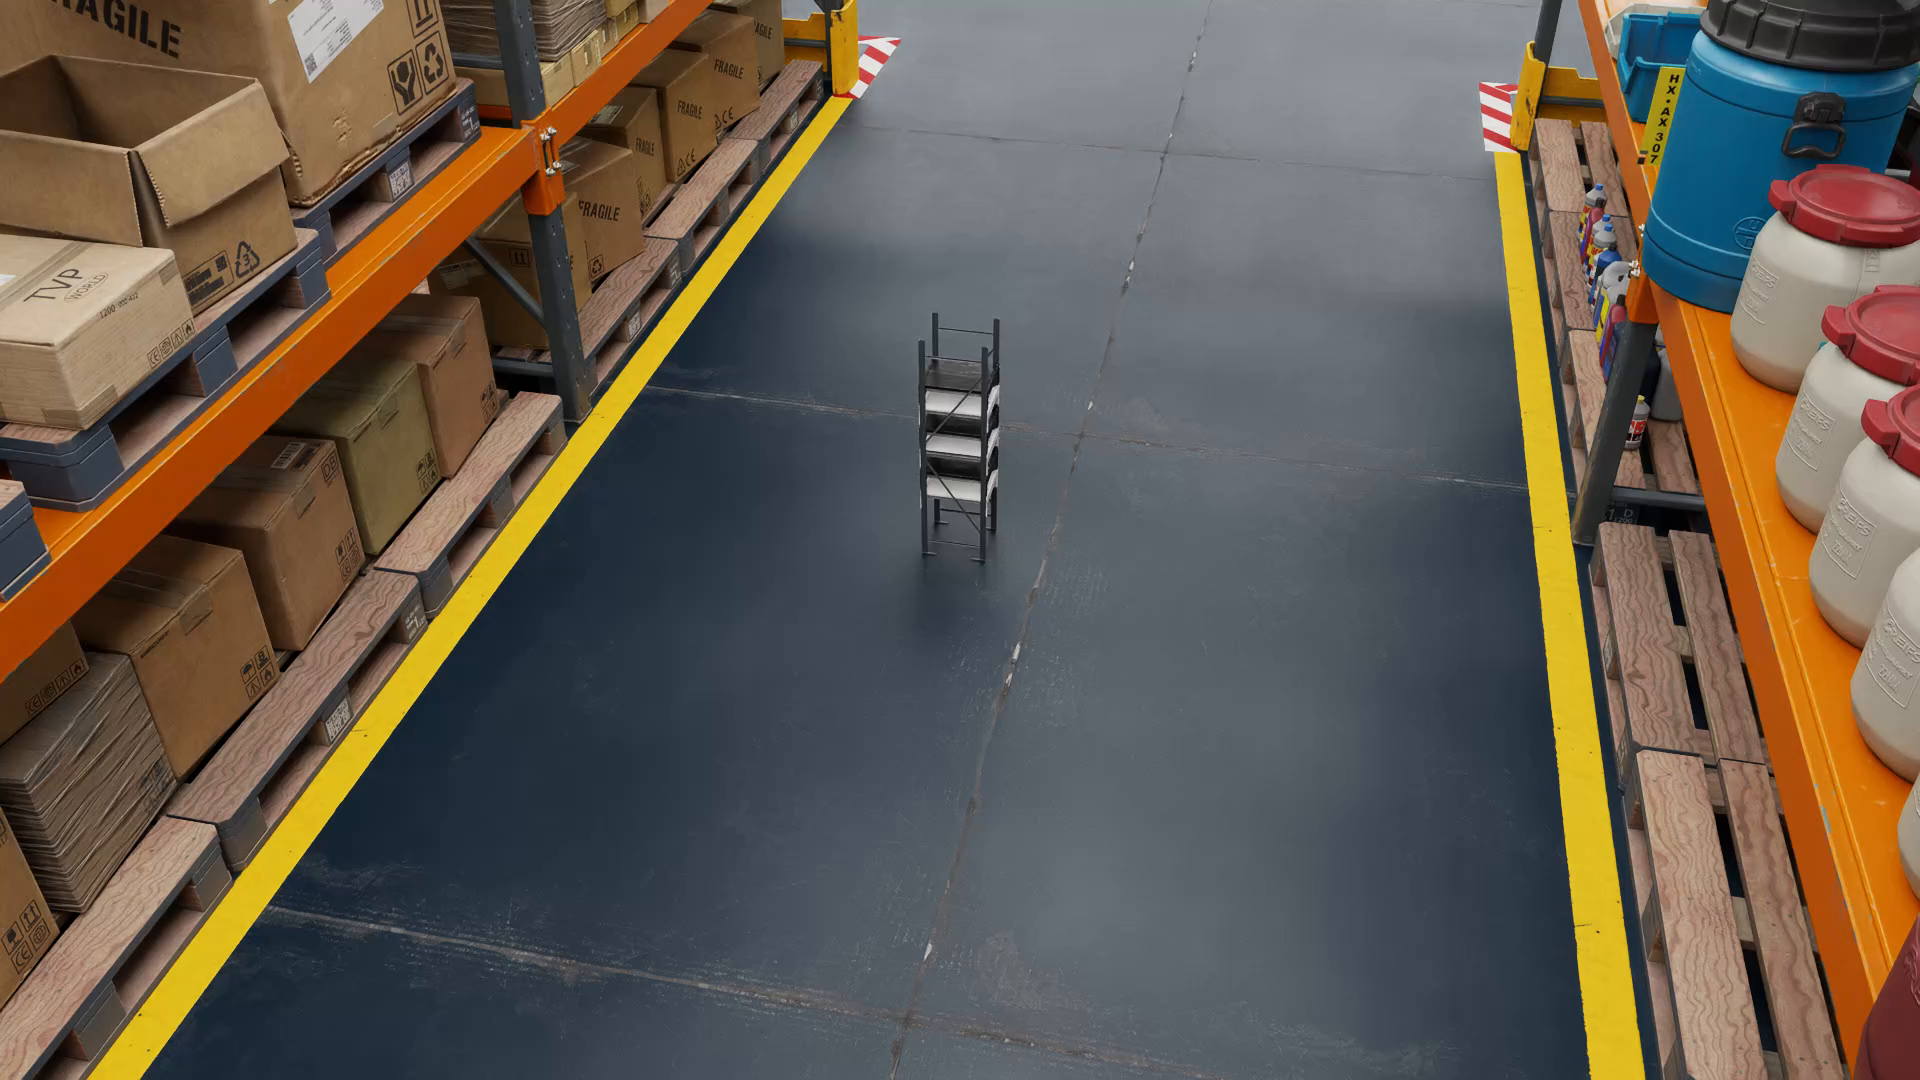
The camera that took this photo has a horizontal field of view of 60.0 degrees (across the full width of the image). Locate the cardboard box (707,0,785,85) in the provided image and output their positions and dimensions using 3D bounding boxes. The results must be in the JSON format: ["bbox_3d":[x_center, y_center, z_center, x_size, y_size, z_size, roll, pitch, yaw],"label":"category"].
[{"bbox_3d":[-1.342,-2.881,9.441,0.500,0.500,0.500,14,38,19],"label":"cardboard box"}]

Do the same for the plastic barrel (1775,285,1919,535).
[{"bbox_3d":[2.216,-0.278,3.962,0.433,0.535,0.433,0,36,0],"label":"plastic barrel"}]

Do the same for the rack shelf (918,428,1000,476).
[{"bbox_3d":[-0.002,-0.333,5.999,0.258,0.077,0.200,7,37,10],"label":"rack shelf"}]

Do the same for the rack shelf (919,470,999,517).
[{"bbox_3d":[-0.002,-0.187,6.105,0.258,0.077,0.200,7,37,10],"label":"rack shelf"}]

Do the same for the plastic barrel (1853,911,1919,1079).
[{"bbox_3d":[1.740,0.769,2.516,0.600,0.536,0.708,7,37,10],"label":"plastic barrel"}]

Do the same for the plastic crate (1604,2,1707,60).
[{"bbox_3d":[2.891,-2.021,6.706,0.530,0.136,0.437,7,37,10],"label":"plastic crate"}]

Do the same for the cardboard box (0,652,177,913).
[{"bbox_3d":[-2.672,0.635,4.572,0.700,0.500,0.500,4,36,6],"label":"cardboard box"}]

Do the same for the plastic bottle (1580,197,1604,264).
[{"bbox_3d":[2.888,-1.408,7.577,0.061,0.283,0.133,8,37,11],"label":"plastic bottle"}]

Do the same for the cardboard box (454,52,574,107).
[{"bbox_3d":[-1.707,-1.769,6.349,0.380,0.149,0.250,7,37,10],"label":"cardboard box"}]

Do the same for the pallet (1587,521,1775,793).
[{"bbox_3d":[2.662,0.420,5.491,1.003,0.211,1.213,7,37,10],"label":"pallet"}]

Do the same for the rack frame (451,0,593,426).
[{"bbox_3d":[-2.047,-1.785,6.157,1.000,3.000,0.127,7,37,10],"label":"rack frame"}]

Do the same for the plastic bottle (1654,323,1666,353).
[{"bbox_3d":[2.839,-0.751,6.676,0.152,0.276,0.135,7,37,10],"label":"plastic bottle"}]

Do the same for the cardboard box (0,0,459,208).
[{"bbox_3d":[-2.353,-1.760,5.254,1.000,1.000,1.000,8,37,10],"label":"cardboard box"}]

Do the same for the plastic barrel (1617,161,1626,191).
[{"bbox_3d":[3.473,-1.946,8.141,0.421,0.512,0.421,0,36,0],"label":"plastic barrel"}]

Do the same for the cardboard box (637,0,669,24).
[{"bbox_3d":[-1.477,-2.340,7.137,0.380,0.149,0.250,7,37,10],"label":"cardboard box"}]

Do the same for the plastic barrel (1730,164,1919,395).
[{"bbox_3d":[2.373,-0.699,4.542,0.433,0.535,0.433,0,36,0],"label":"plastic barrel"}]

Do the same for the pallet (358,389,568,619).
[{"bbox_3d":[-2.212,-0.210,6.360,1.003,0.211,1.213,7,37,10],"label":"pallet"}]

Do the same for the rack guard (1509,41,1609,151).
[{"bbox_3d":[3.676,-2.396,9.130,1.175,0.500,0.348,7,37,10],"label":"rack guard"}]

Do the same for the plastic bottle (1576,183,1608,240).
[{"bbox_3d":[2.954,-1.531,7.756,0.097,0.271,0.097,0,36,0],"label":"plastic bottle"}]

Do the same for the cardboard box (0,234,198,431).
[{"bbox_3d":[-2.319,-0.534,4.200,0.500,0.250,0.500,6,36,9],"label":"cardboard box"}]

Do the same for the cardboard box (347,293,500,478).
[{"bbox_3d":[-2.199,-0.602,6.280,0.700,0.500,0.500,5,36,6],"label":"cardboard box"}]

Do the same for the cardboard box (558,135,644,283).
[{"bbox_3d":[-1.808,-1.497,7.532,0.500,0.500,0.500,19,40,24],"label":"cardboard box"}]

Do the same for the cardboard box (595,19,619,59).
[{"bbox_3d":[-1.615,-2.058,6.747,0.380,0.149,0.250,7,37,10],"label":"cardboard box"}]

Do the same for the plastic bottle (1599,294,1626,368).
[{"bbox_3d":[2.683,-0.857,6.816,0.061,0.283,0.133,10,37,13],"label":"plastic bottle"}]

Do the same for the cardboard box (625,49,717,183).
[{"bbox_3d":[-1.589,-2.177,8.470,0.500,0.500,0.500,11,37,14],"label":"cardboard box"}]

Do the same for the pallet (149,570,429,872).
[{"bbox_3d":[-2.470,0.492,5.392,1.003,0.211,1.213,7,37,10],"label":"pallet"}]

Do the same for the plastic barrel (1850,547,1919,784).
[{"bbox_3d":[2.038,0.225,3.288,0.421,0.512,0.421,0,36,0],"label":"plastic barrel"}]

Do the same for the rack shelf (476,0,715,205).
[{"bbox_3d":[-1.620,-2.641,7.951,1.077,0.370,4.000,7,37,10],"label":"rack shelf"}]

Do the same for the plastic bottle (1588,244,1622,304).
[{"bbox_3d":[2.816,-1.161,7.246,0.097,0.271,0.097,0,36,0],"label":"plastic bottle"}]

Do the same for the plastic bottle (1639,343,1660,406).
[{"bbox_3d":[2.648,-0.676,6.508,0.144,0.351,0.185,6,36,9],"label":"plastic bottle"}]

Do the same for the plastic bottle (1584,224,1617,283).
[{"bbox_3d":[2.860,-1.277,7.406,0.097,0.271,0.097,0,36,0],"label":"plastic bottle"}]

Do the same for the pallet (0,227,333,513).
[{"bbox_3d":[-2.519,-0.555,4.623,1.003,0.211,1.213,7,37,10],"label":"pallet"}]

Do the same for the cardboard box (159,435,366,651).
[{"bbox_3d":[-2.439,-0.010,5.463,0.700,0.500,0.500,4,36,6],"label":"cardboard box"}]

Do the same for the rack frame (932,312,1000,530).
[{"bbox_3d":[0.020,-0.418,6.060,0.240,0.900,0.006,7,37,10],"label":"rack frame"}]

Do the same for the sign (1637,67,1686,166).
[{"bbox_3d":[2.257,-1.352,5.324,0.100,0.325,0.005,7,37,10],"label":"sign"}]

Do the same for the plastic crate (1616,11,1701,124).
[{"bbox_3d":[2.763,-1.773,6.267,0.499,0.251,0.616,7,37,10],"label":"plastic crate"}]

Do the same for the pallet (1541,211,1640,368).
[{"bbox_3d":[3.234,-1.117,7.611,1.003,0.211,1.213,7,37,10],"label":"pallet"}]

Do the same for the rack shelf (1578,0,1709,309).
[{"bbox_3d":[3.219,-2.020,7.094,1.077,0.370,4.000,7,37,10],"label":"rack shelf"}]

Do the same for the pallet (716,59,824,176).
[{"bbox_3d":[-1.417,-2.445,9.443,1.003,0.211,1.213,7,37,10],"label":"pallet"}]

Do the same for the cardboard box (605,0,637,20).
[{"bbox_3d":[-1.749,-2.479,6.776,0.875,0.500,0.500,7,37,10],"label":"cardboard box"}]

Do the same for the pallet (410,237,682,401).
[{"bbox_3d":[-1.938,-1.046,7.513,1.003,0.211,1.213,7,37,10],"label":"pallet"}]

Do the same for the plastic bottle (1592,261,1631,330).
[{"bbox_3d":[2.796,-1.033,7.065,0.152,0.276,0.135,8,37,11],"label":"plastic bottle"}]

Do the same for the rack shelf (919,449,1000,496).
[{"bbox_3d":[-0.002,-0.260,6.052,0.258,0.077,0.200,7,37,10],"label":"rack shelf"}]

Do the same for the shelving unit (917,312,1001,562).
[{"bbox_3d":[-0.002,-0.360,5.980,0.258,0.900,0.210,7,37,10],"label":"shelving unit"}]

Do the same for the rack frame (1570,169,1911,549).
[{"bbox_3d":[2.792,-1.165,5.301,1.000,3.000,0.127,7,37,10],"label":"rack frame"}]
